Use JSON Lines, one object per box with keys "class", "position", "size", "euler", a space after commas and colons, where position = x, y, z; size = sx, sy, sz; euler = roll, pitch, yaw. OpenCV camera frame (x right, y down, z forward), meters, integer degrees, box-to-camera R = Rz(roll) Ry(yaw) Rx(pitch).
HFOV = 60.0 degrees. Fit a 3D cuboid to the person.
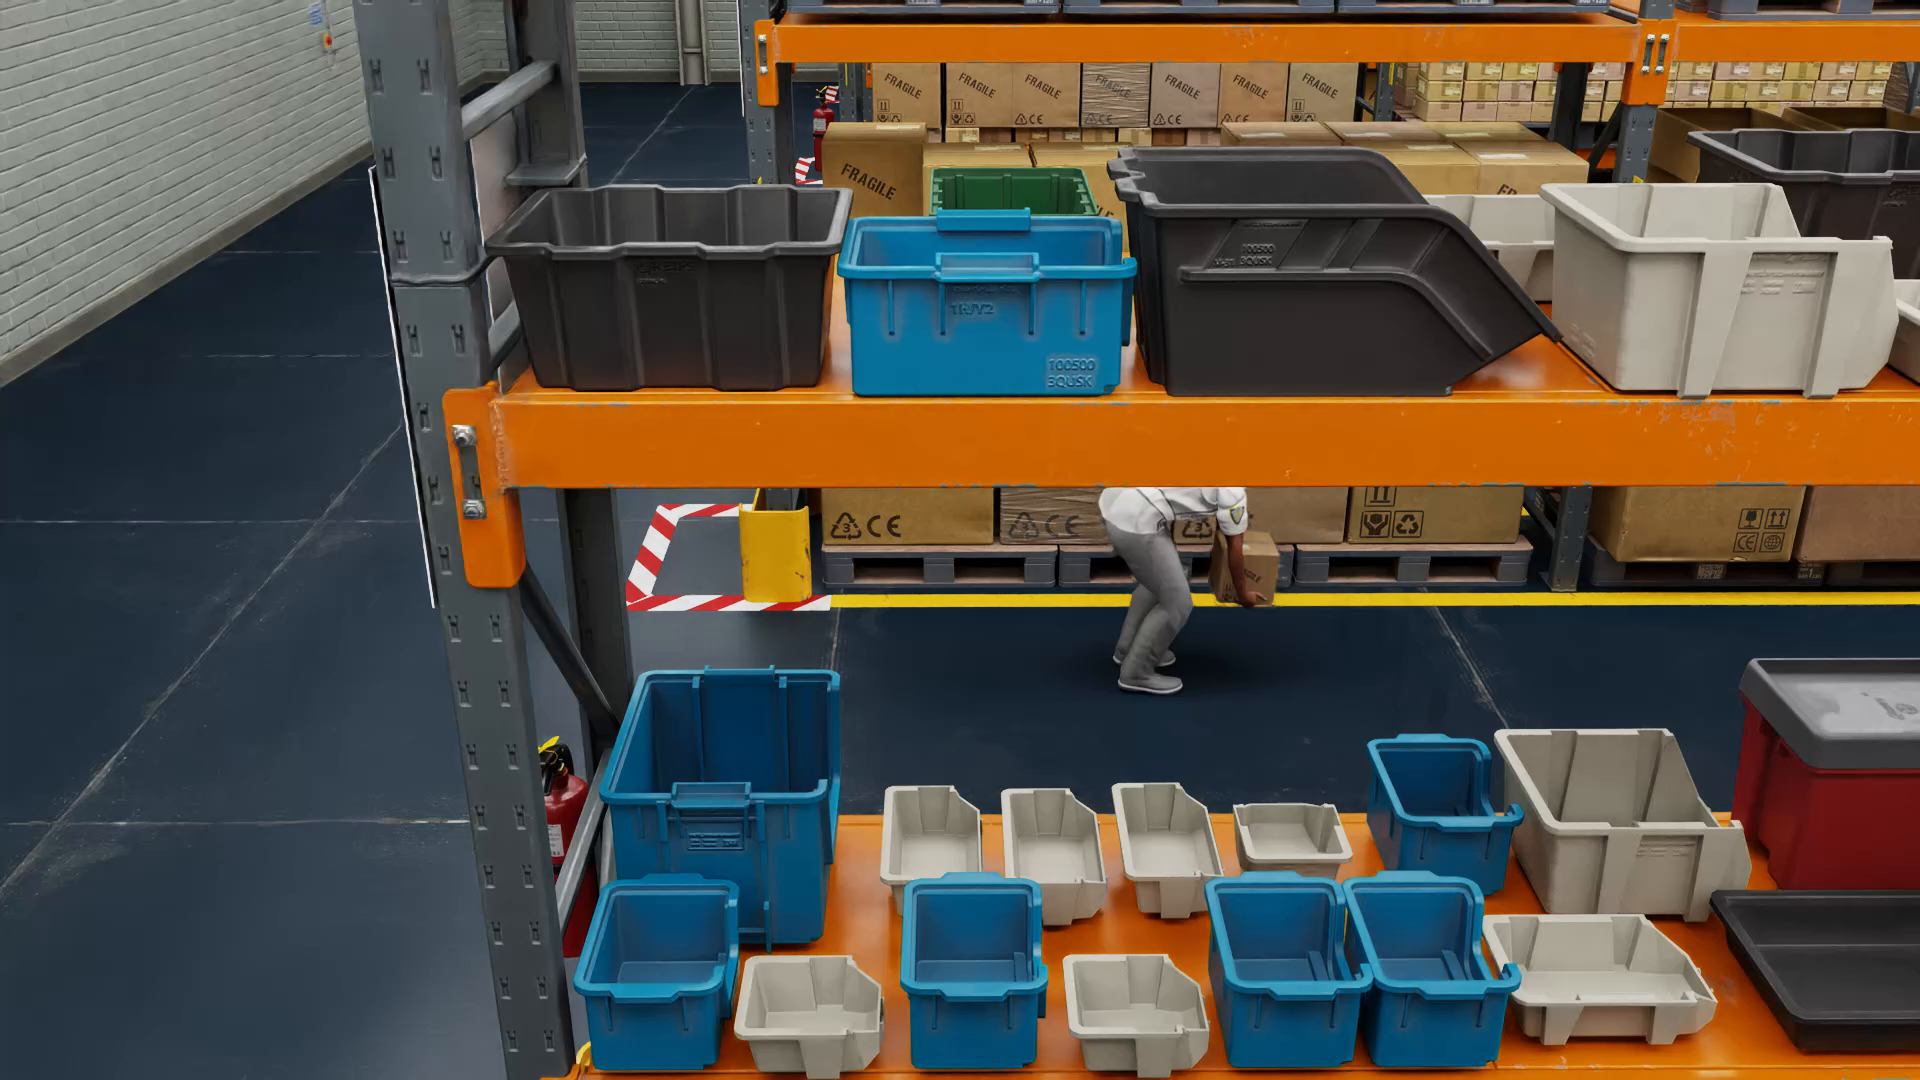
{"class": "person", "position": [1.068, 0.059, 7.473], "size": [0.901, 1.257, 0.430], "euler": [-1, 24, -2]}
